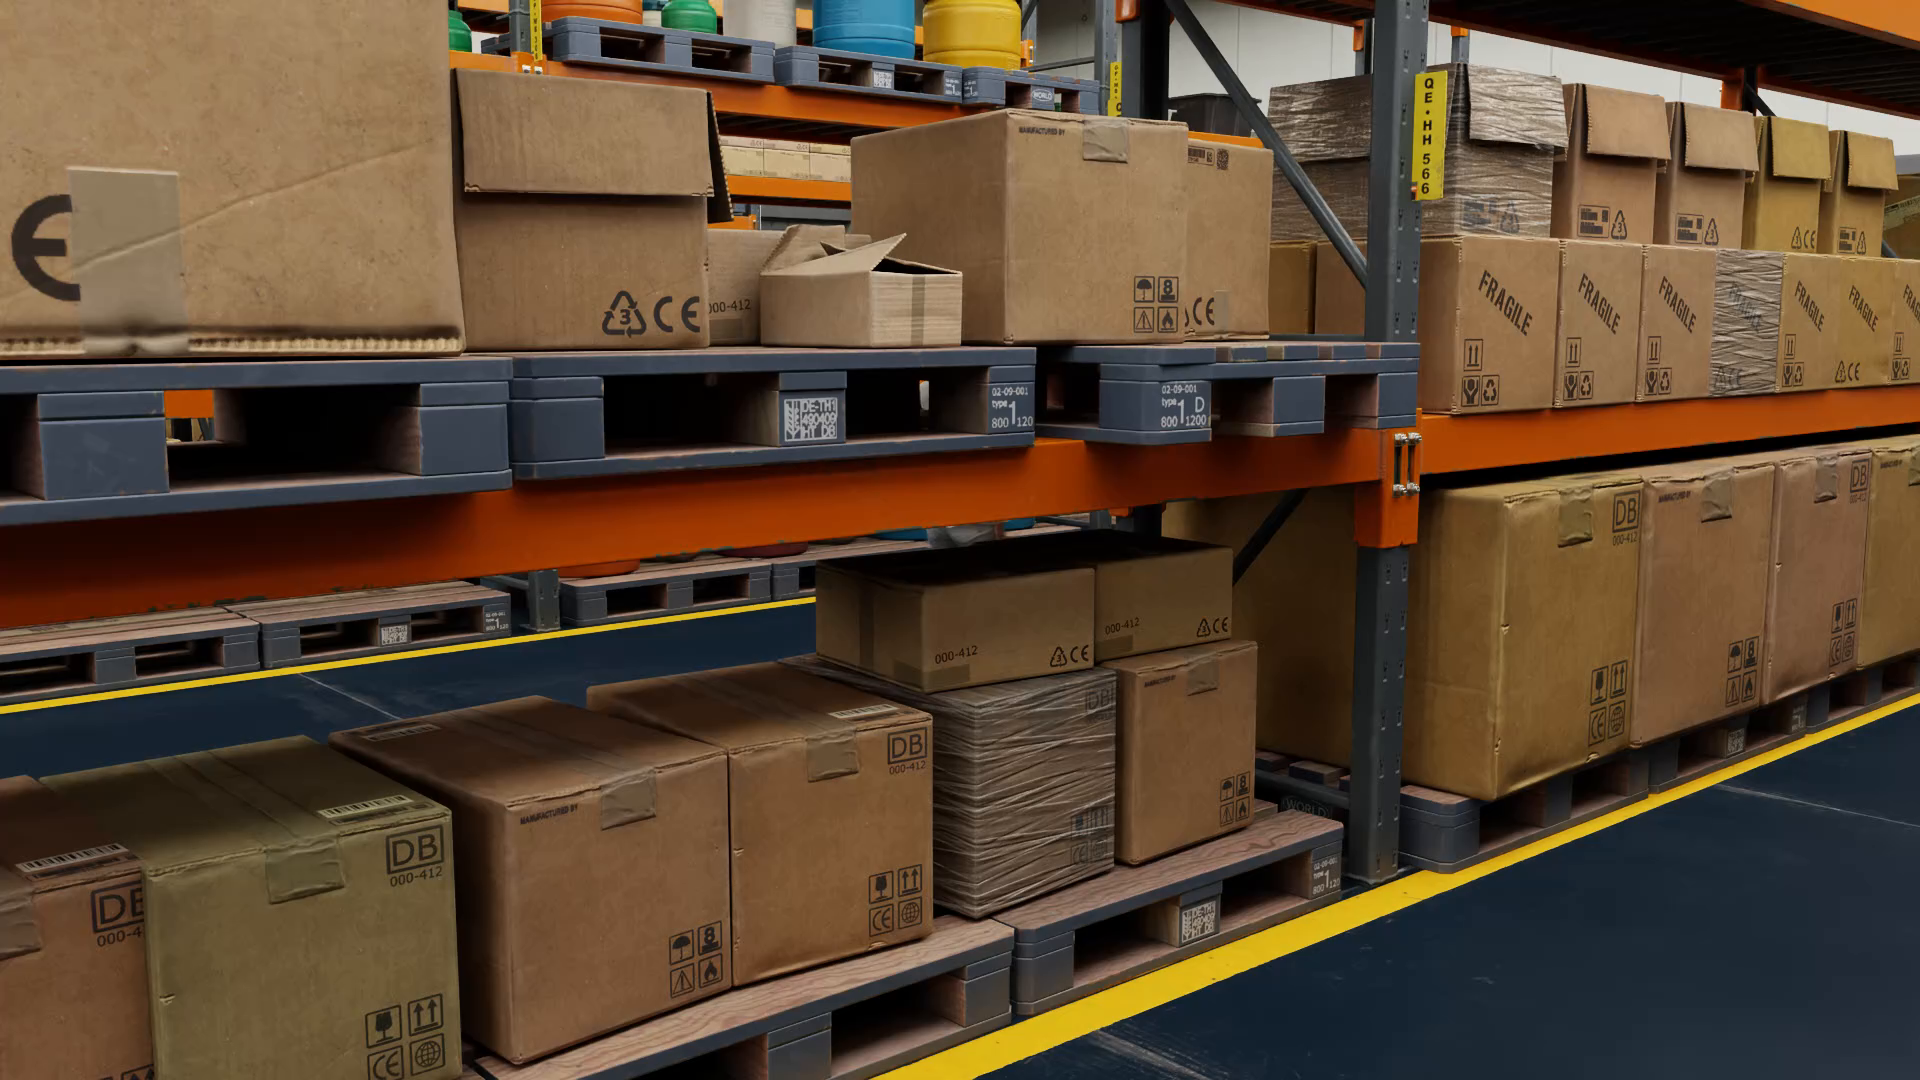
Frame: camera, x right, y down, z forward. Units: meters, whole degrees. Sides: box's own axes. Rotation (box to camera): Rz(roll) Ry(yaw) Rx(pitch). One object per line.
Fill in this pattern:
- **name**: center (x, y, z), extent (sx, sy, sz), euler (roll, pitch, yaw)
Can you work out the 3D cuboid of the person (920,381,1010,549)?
- **person**: center (0.014, -0.057, 6.276), extent (0.306, 1.594, 0.406), euler (-6, 10, -40)
